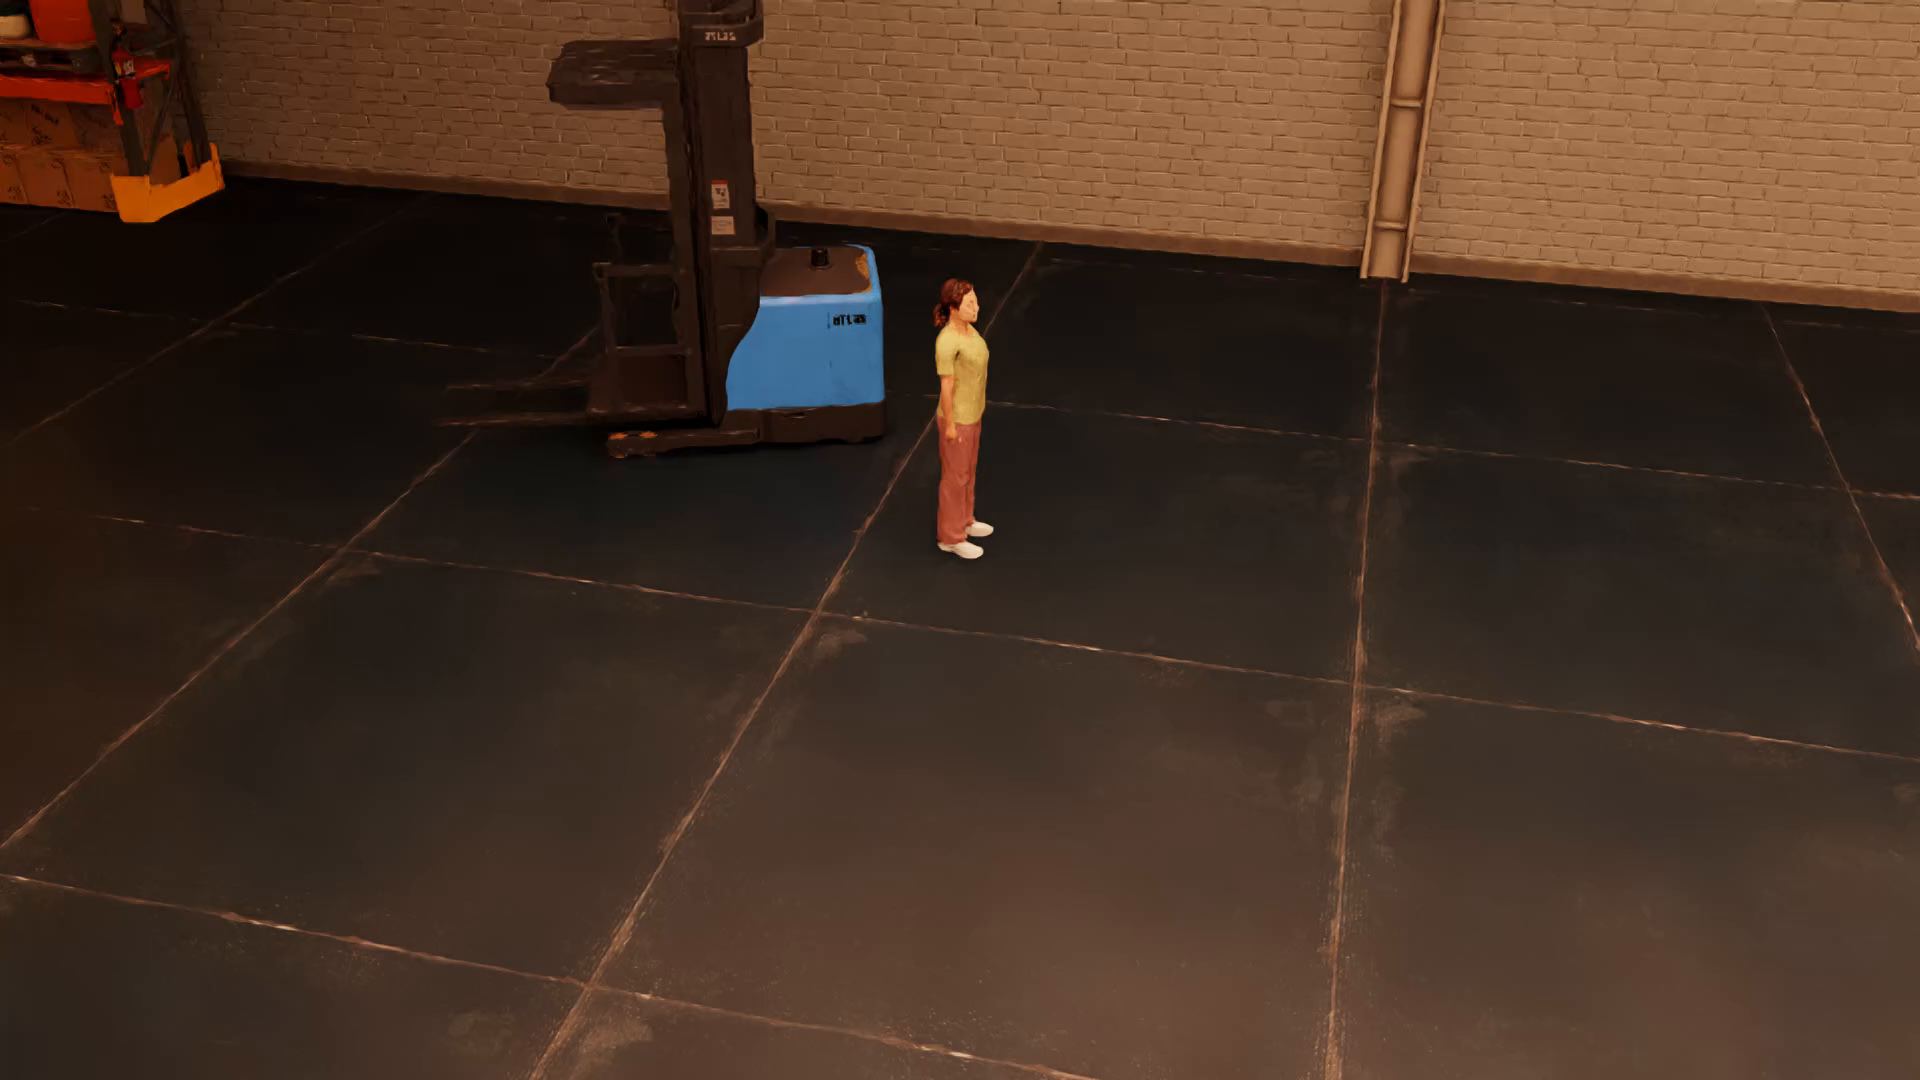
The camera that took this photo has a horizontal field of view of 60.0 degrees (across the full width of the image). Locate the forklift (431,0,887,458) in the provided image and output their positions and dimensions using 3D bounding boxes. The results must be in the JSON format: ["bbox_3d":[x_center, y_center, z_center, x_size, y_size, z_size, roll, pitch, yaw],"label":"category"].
[{"bbox_3d":[-2.047,-2.096,10.869,3.031,2.935,1.130,-3,30,-5],"label":"forklift"}]

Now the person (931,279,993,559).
[{"bbox_3d":[0.009,-0.728,9.731,0.365,1.673,0.429,7,30,12],"label":"person"}]
